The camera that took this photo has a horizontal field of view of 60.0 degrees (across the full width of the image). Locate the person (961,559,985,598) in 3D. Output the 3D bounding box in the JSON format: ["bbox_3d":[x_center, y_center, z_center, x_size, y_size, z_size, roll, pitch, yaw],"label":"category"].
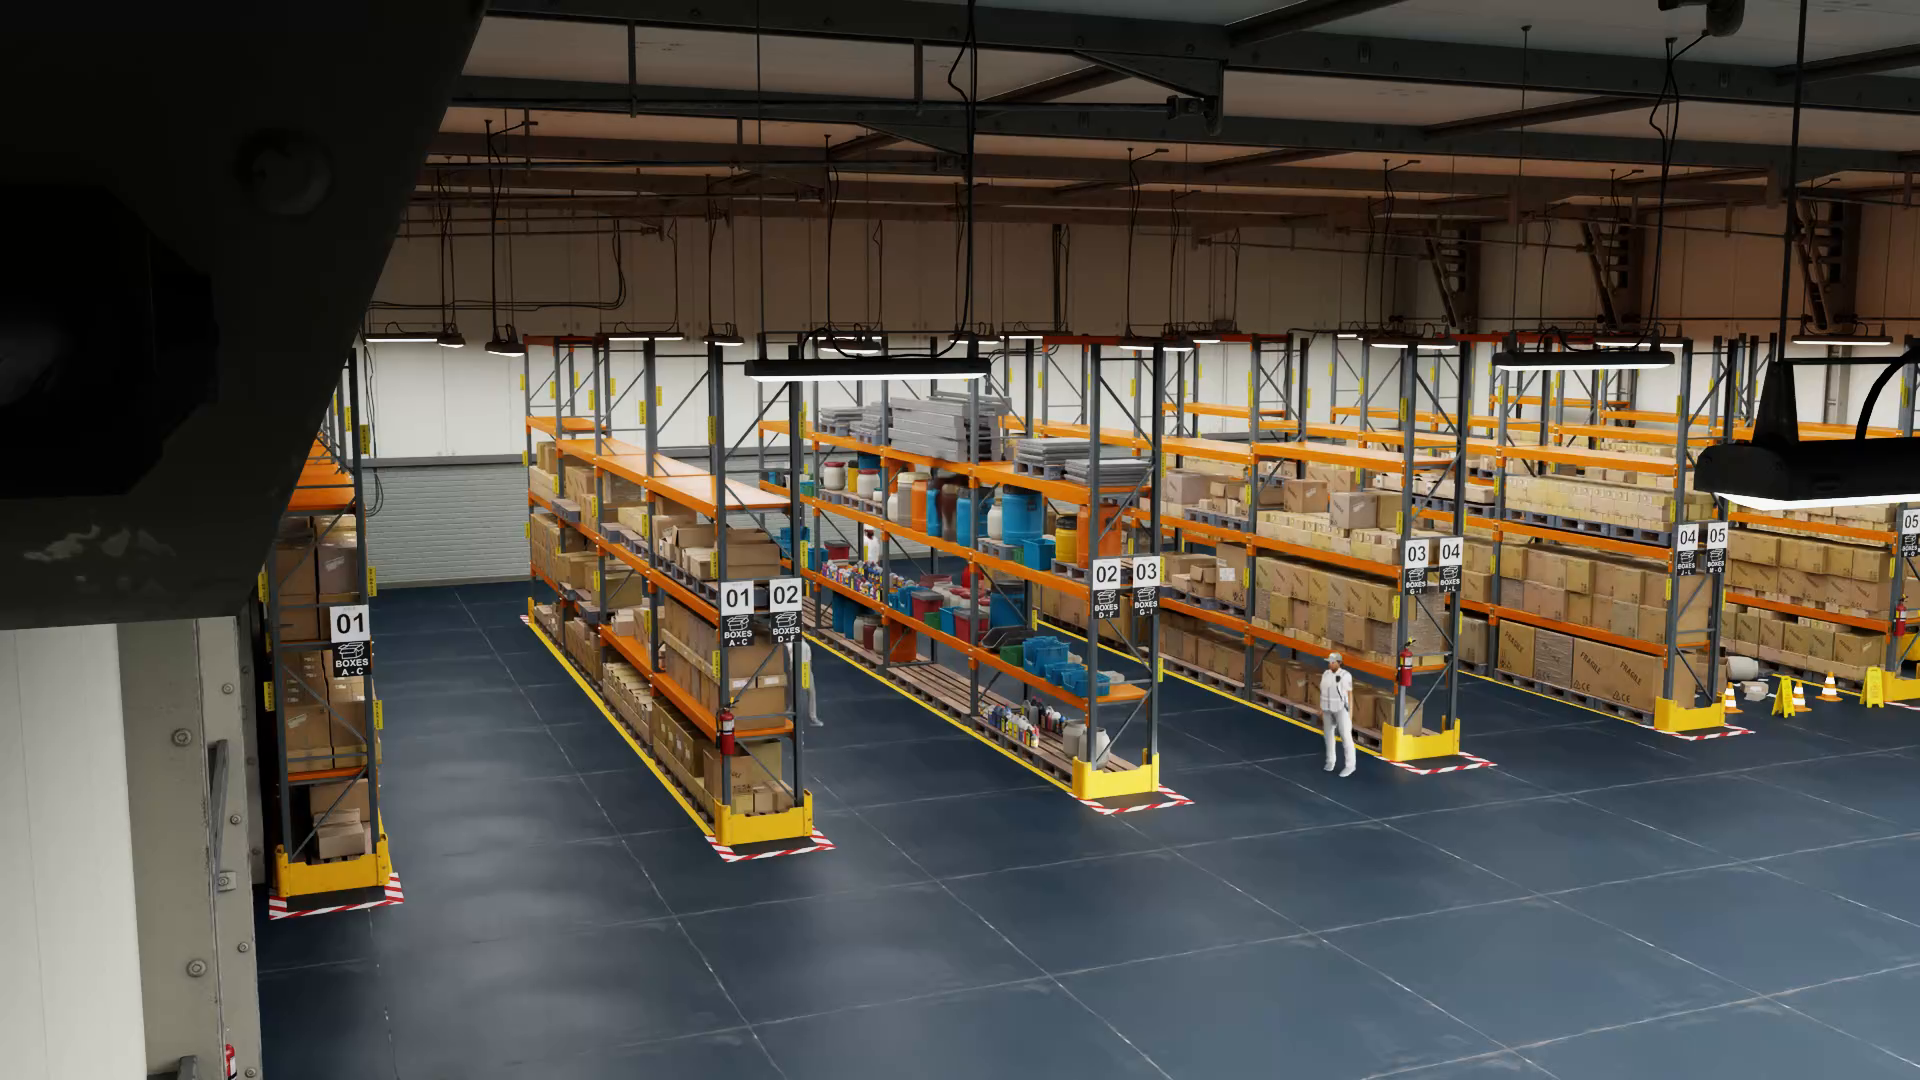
[{"bbox_3d":[0.222,1.103,32.906,0.388,1.733,0.615,-6,10,-38],"label":"person"}]

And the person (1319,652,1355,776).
[{"bbox_3d":[5.292,2.415,23.334,0.598,1.671,0.436,7,10,43],"label":"person"}]

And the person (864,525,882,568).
[{"bbox_3d":[-1.987,0.530,37.275,0.429,1.818,0.627,3,8,24],"label":"person"}]

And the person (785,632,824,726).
[{"bbox_3d":[-2.484,2.056,25.942,0.443,1.641,0.979,-4,9,-30],"label":"person"}]
